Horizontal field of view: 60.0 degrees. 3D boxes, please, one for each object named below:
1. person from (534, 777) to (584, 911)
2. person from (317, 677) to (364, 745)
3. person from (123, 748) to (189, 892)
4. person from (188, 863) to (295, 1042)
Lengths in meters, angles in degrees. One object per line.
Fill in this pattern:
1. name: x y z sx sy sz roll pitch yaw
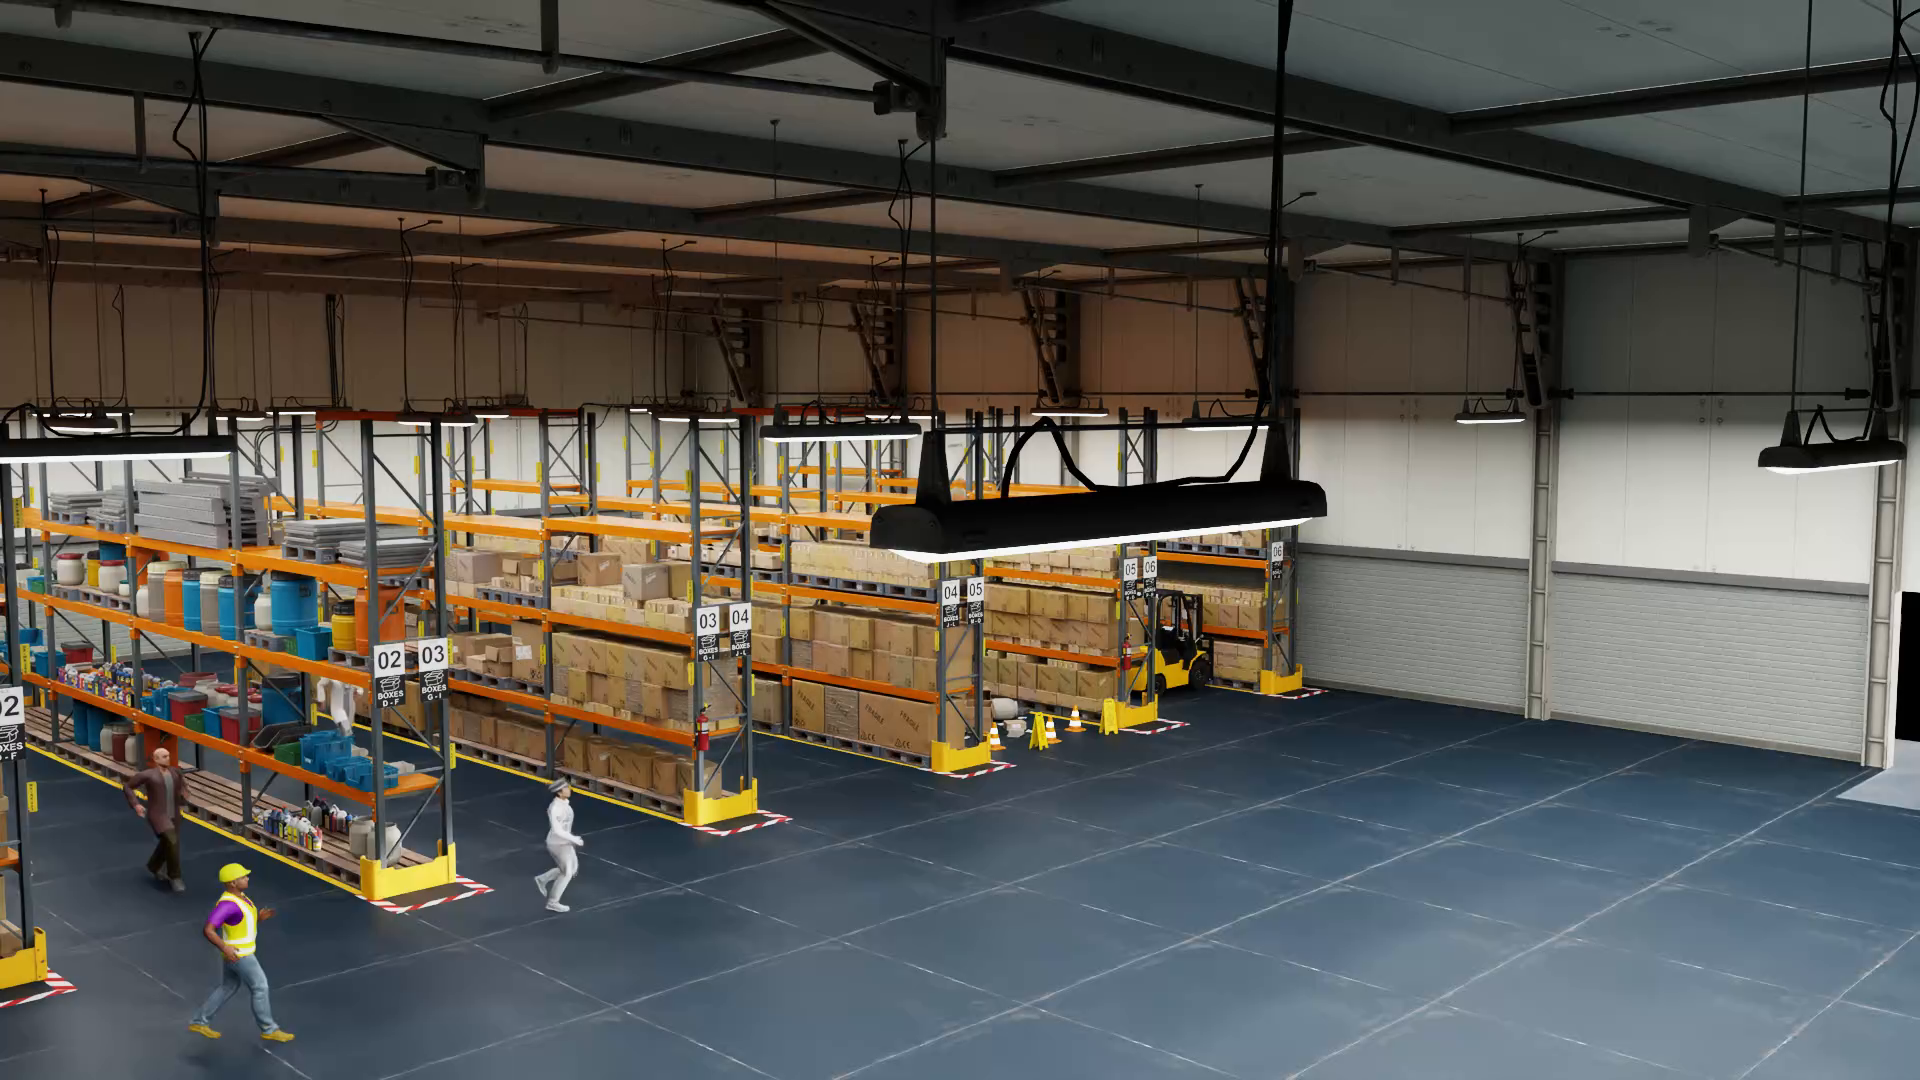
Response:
1. person: -4.886 3.711 20.382 0.557 1.664 0.648 -1 5 -10
2. person: -10.573 2.972 28.465 1.079 1.721 0.734 5 7 42
3. person: -10.209 3.609 21.309 0.841 1.733 0.720 2 6 24
4. person: -6.973 3.999 16.076 0.944 1.780 0.693 -2 6 -24
